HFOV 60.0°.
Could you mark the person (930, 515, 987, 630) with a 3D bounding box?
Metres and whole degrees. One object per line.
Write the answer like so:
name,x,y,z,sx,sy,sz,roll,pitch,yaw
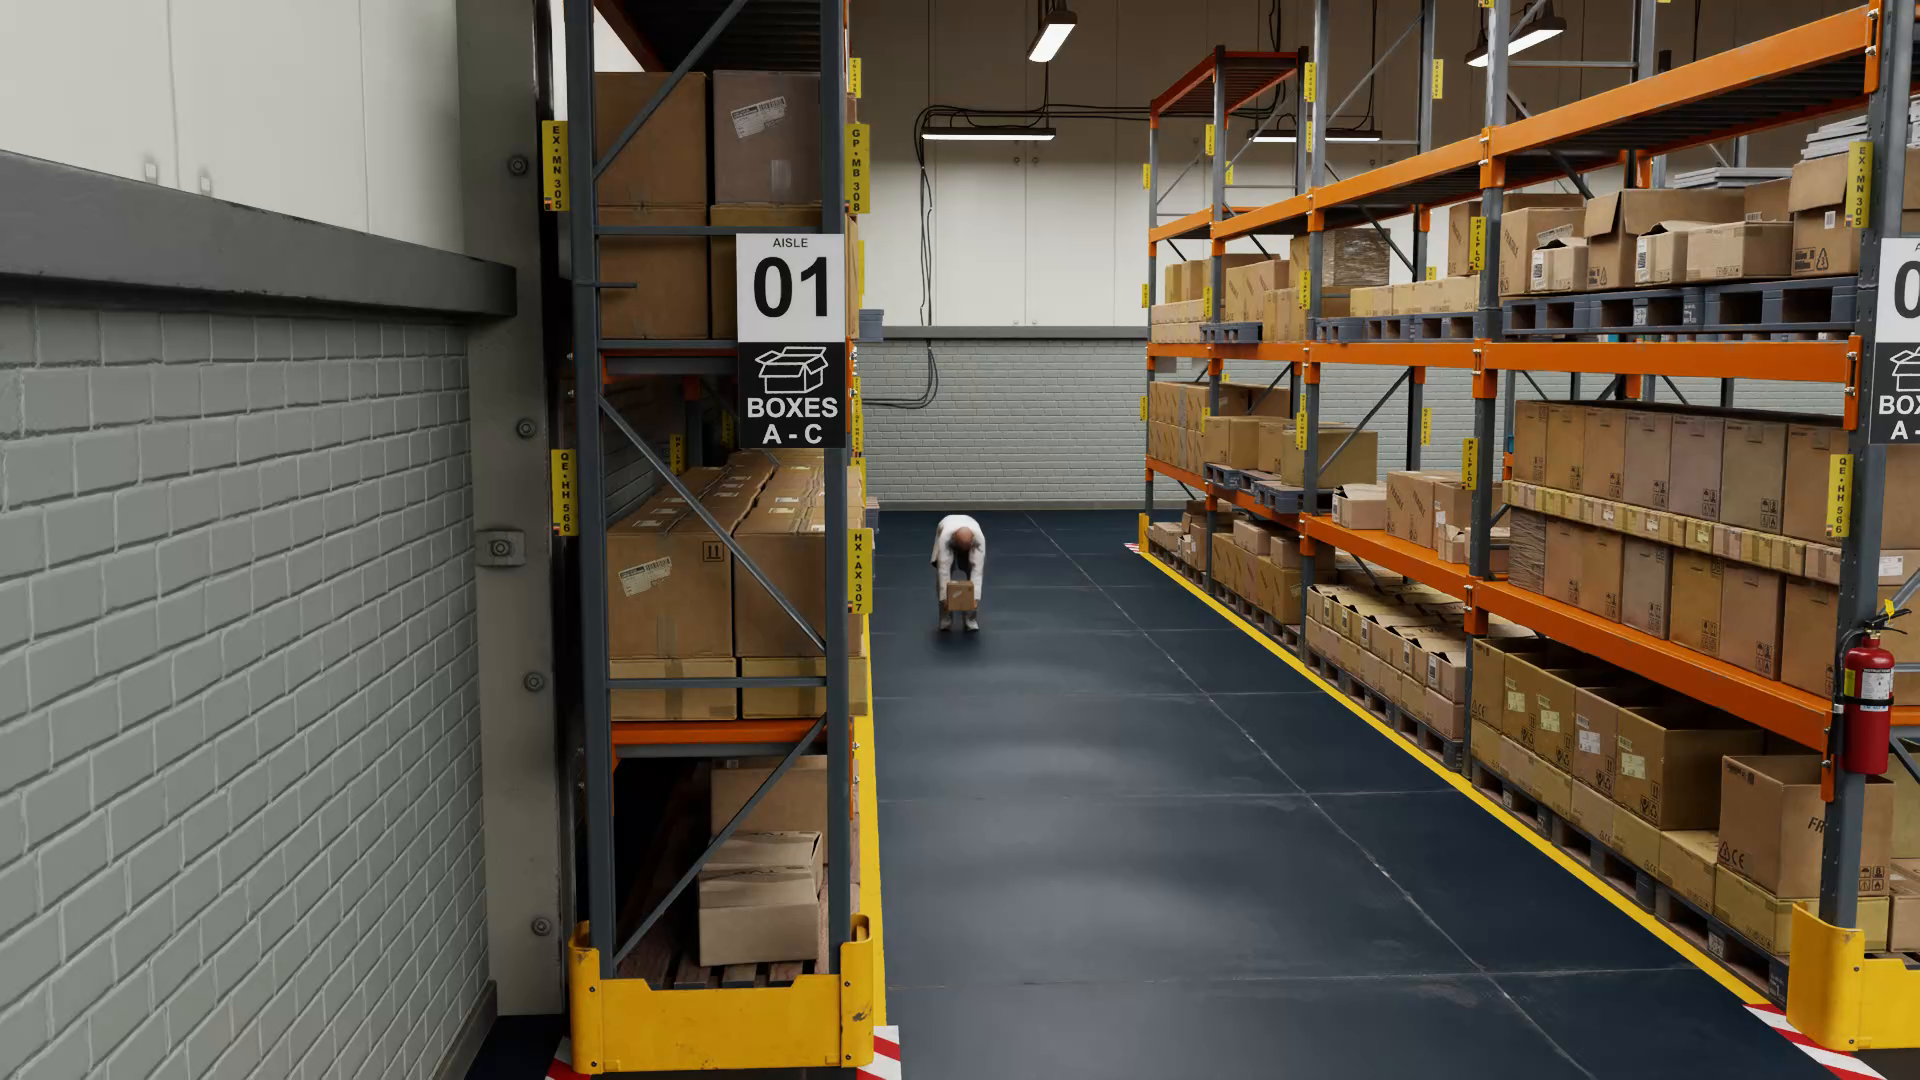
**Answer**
person,0.006,0.340,16.208,0.562,1.124,0.950,-1,7,-6
